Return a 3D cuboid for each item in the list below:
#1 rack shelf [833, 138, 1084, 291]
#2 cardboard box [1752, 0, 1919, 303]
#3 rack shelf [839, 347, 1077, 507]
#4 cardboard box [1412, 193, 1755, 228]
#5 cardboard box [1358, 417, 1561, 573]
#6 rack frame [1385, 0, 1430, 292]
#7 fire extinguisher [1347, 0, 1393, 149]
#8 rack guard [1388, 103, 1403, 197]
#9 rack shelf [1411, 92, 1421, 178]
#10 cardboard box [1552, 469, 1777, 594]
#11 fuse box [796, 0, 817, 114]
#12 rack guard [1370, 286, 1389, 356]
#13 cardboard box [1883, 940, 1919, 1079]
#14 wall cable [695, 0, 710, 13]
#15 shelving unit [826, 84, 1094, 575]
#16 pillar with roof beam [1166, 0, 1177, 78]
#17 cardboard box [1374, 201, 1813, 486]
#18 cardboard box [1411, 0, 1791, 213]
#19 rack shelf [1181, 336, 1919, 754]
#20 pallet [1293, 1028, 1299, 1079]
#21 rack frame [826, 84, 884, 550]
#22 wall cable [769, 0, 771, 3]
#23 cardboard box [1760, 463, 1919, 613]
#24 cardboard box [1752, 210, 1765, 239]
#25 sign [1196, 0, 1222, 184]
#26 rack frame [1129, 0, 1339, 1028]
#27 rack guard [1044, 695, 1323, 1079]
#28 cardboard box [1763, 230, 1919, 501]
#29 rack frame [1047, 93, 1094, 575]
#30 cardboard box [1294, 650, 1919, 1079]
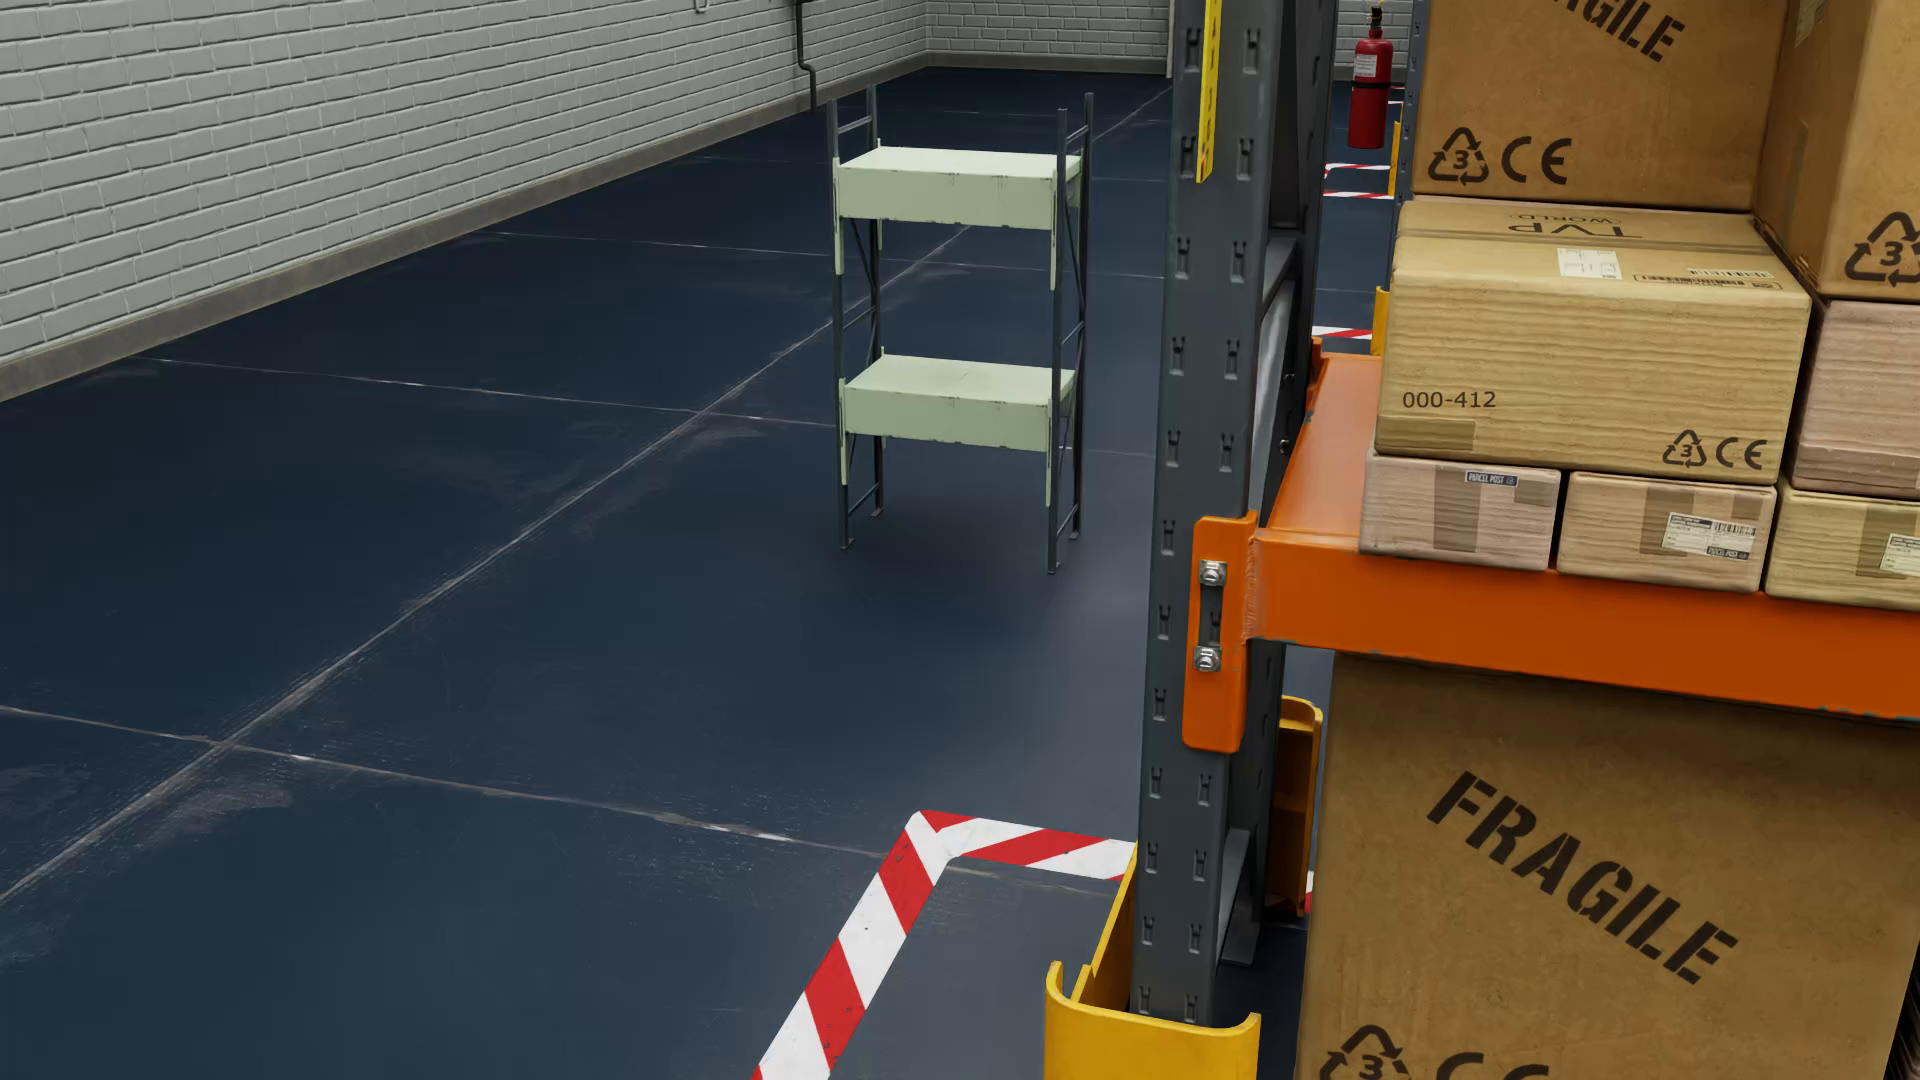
[{"bbox_3d":[0.006,-1.054,5.336,0.720,0.370,0.431,7,23,16],"label":"rack shelf"},{"bbox_3d":[1.340,-0.589,2.071,0.500,0.500,0.500,6,23,14],"label":"cardboard box"},{"bbox_3d":[0.006,-0.392,5.607,0.720,0.370,0.431,7,23,16],"label":"rack shelf"},{"bbox_3d":[1.020,-0.491,2.820,0.500,0.250,0.500,6,23,15],"label":"cardboard box"},{"bbox_3d":[0.724,-0.105,2.403,0.250,0.149,0.380,7,23,16],"label":"cardboard box"},{"bbox_3d":[2.009,-2.171,7.109,0.127,3.000,1.000,7,23,16],"label":"rack frame"},{"bbox_3d":[1.901,-2.158,7.671,0.183,0.674,0.296,7,23,16],"label":"fire extinguisher"},{"bbox_3d":[3.319,-2.826,12.001,0.348,0.500,1.175,7,23,16],"label":"rack guard"},{"bbox_3d":[3.924,-1.618,6.711,4.000,0.370,1.077,7,23,16],"label":"rack shelf"},{"bbox_3d":[0.970,-0.077,2.336,0.250,0.149,0.380,6,23,15],"label":"cardboard box"},{"bbox_3d":[-1.316,-4.741,15.073,0.414,1.711,0.539,7,23,16],"label":"fuse box"},{"bbox_3d":[2.082,-1.006,7.563,0.348,0.500,1.175,7,23,16],"label":"rack guard"},{"bbox_3d":[1.987,0.550,2.723,0.875,0.875,0.875,7,23,16],"label":"cardboard box"},{"bbox_3d":[-2.063,-5.074,12.808,0.123,1.953,0.585,7,23,16],"label":"wall cable"},{"bbox_3d":[0.006,-0.693,5.484,0.755,1.500,0.431,7,23,16],"label":"shelving unit"},{"bbox_3d":[1.208,-7.618,12.485,0.400,9.000,9.100,7,23,16],"label":"pillar with roof beam"},{"bbox_3d":[0.861,-0.297,2.347,0.500,0.250,0.500,6,23,14],"label":"cardboard box"},{"bbox_3d":[1.022,-0.837,2.675,0.500,0.500,0.500,7,23,16],"label":"cardboard box"},{"bbox_3d":[2.395,0.173,2.345,4.000,0.370,1.077,7,23,16],"label":"rack shelf"},{"bbox_3d":[1.268,0.970,3.128,1.213,0.211,1.003,7,23,16],"label":"pallet"},{"bbox_3d":[-0.344,-0.733,5.581,0.023,1.500,0.400,7,23,16],"label":"rack frame"},{"bbox_3d":[-1.664,-5.576,14.073,0.122,1.984,0.588,7,23,16],"label":"wall cable"},{"bbox_3d":[1.216,-0.049,2.268,0.250,0.149,0.380,6,23,14],"label":"cardboard box"},{"bbox_3d":[1.506,-0.435,2.684,0.500,0.250,0.500,6,23,15],"label":"cardboard box"},{"bbox_3d":[0.314,-0.616,2.074,0.005,0.325,0.100,7,23,16],"label":"sign"},{"bbox_3d":[0.480,-0.380,2.743,0.127,3.000,1.000,7,23,16],"label":"rack frame"},{"bbox_3d":[0.457,0.774,3.224,0.348,0.500,1.175,7,23,16],"label":"rack guard"},{"bbox_3d":[1.361,-0.242,2.214,0.500,0.250,0.500,6,23,15],"label":"cardboard box"},{"bbox_3d":[0.357,-0.653,5.386,0.023,1.500,0.400,7,23,16],"label":"rack frame"},{"bbox_3d":[1.116,0.450,2.966,0.875,0.875,0.875,7,23,16],"label":"cardboard box"}]
